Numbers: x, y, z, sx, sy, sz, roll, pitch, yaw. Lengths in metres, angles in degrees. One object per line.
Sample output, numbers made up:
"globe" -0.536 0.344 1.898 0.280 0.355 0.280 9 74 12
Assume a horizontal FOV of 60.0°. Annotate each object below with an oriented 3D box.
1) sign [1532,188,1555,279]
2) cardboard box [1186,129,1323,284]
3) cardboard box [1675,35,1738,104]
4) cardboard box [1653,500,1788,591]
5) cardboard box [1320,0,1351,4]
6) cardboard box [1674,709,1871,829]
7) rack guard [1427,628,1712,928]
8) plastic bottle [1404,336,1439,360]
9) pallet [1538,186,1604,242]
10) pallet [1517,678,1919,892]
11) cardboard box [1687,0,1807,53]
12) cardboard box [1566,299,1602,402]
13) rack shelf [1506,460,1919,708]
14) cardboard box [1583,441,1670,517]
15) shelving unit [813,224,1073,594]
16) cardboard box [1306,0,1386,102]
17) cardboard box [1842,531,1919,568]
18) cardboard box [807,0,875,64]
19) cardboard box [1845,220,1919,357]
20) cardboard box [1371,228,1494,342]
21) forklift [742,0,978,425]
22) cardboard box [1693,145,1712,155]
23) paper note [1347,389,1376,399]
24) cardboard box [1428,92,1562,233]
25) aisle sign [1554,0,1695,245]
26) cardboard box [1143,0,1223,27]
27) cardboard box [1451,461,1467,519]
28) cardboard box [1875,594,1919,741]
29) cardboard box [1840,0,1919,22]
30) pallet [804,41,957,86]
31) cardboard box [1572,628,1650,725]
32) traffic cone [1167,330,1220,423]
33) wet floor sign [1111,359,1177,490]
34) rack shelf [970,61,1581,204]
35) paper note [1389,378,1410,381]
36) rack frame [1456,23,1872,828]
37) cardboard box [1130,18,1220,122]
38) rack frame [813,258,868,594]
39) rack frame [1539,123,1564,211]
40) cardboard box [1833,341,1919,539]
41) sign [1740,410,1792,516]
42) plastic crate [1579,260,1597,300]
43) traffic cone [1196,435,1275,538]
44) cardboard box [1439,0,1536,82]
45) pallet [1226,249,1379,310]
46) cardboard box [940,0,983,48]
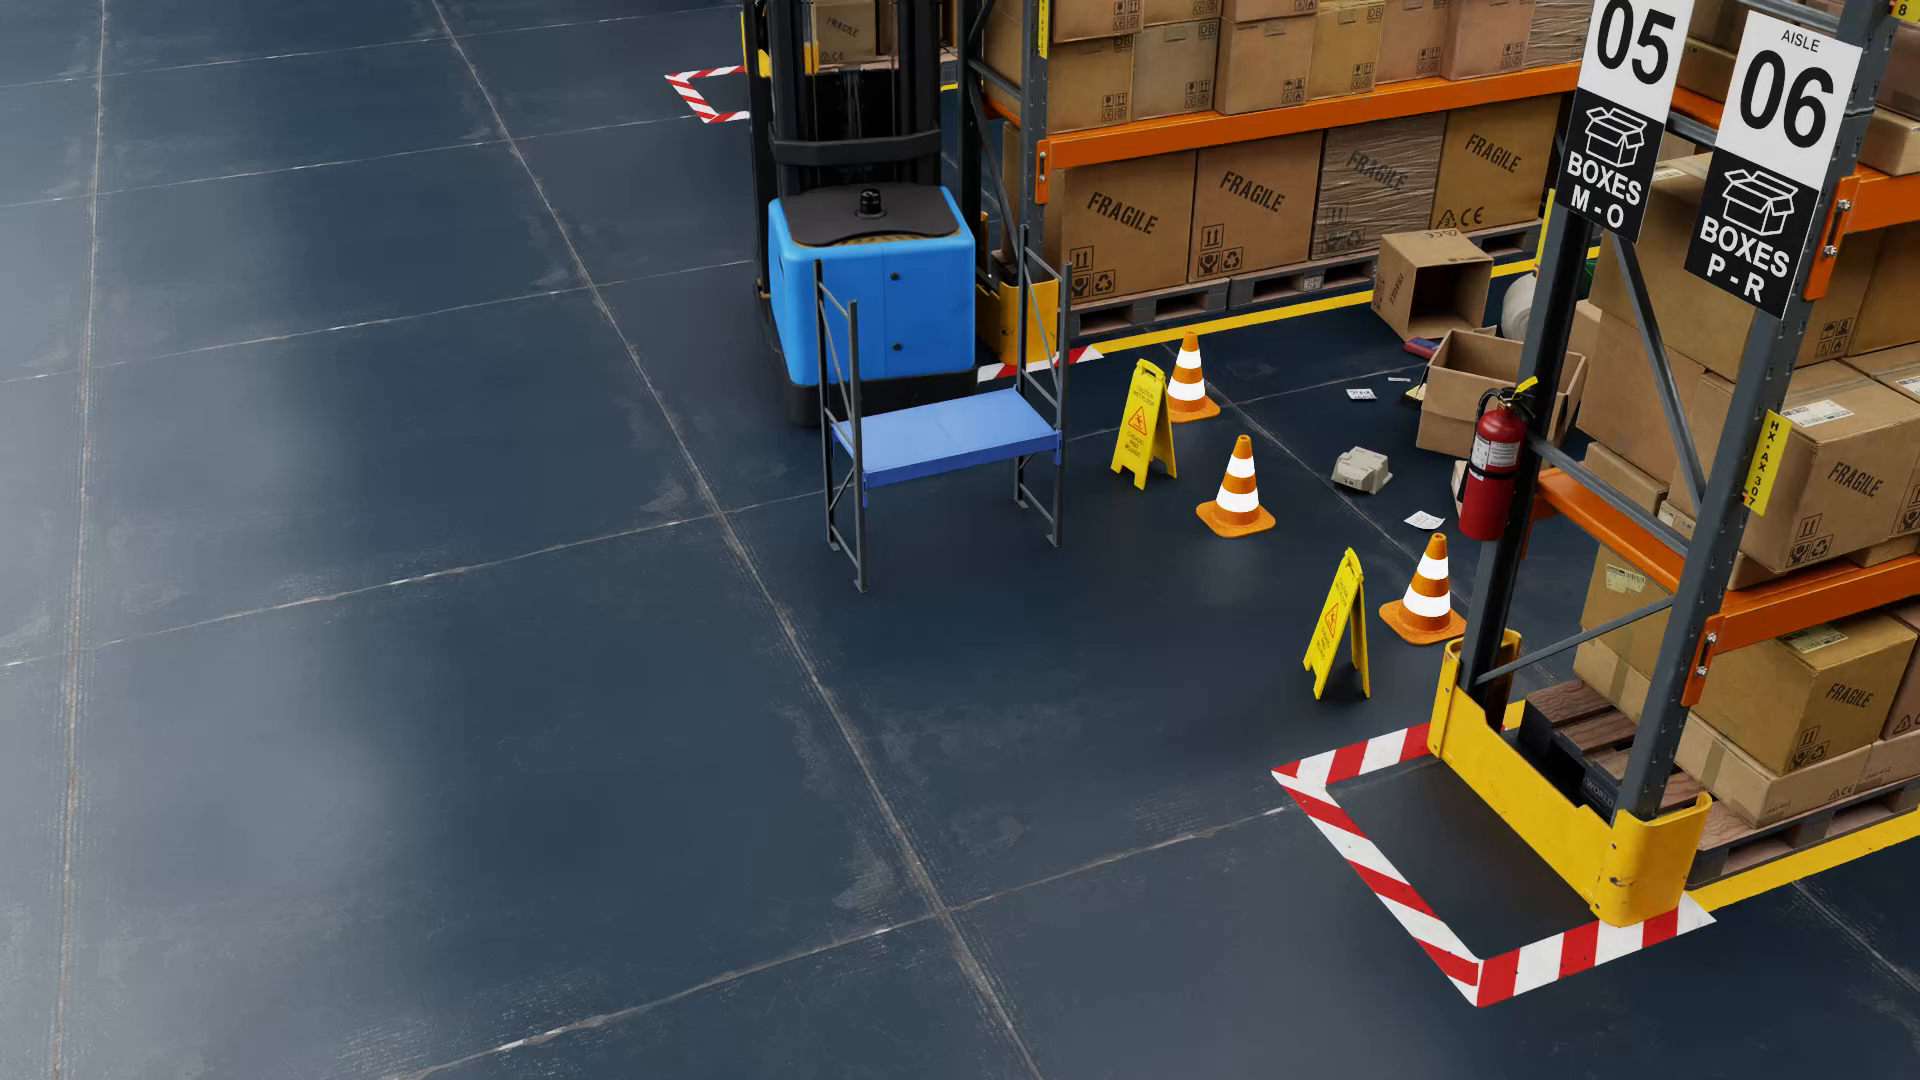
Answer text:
"sign" 2.045 -1.046 5.756 0.005 0.325 0.100 -13 35 -19
"cardboard box" 1.642 -2.261 10.538 0.875 0.875 0.875 -13 35 -20
"cardboard box" 2.462 -1.513 5.304 0.250 0.149 0.380 -13 35 -19
"cardboard box" 2.635 -0.007 5.741 0.250 0.149 0.380 -13 35 -19
"cardboard box" 2.068 -3.577 9.869 0.500 0.550 0.875 -13 35 -19
"cardboard box" 3.092 0.800 6.405 0.500 0.250 0.500 -13 35 -19
"rack guard" 2.312 0.887 6.428 0.348 0.500 1.175 -13 35 -19
"plastic bottle" 2.811 -1.130 9.930 0.133 0.061 0.283 -27 42 -35
"pallet" 4.603 -2.489 11.882 1.213 0.211 1.003 -13 35 -19
"pallet" 3.074 0.854 6.744 1.213 0.211 1.003 -13 35 -19
"cardboard box" 2.609 -1.707 5.238 0.500 0.250 0.500 -13 35 -20
"cardboard box" 3.740 -1.001 9.202 0.503 0.637 0.797 -13 35 -19
"rack shelf" 4.086 -0.265 6.567 4.000 0.370 1.077 -13 35 -19
"cardboard box" 2.504 -0.226 6.077 0.250 0.149 0.380 -12 35 -17
"shelving unit" -0.079 -0.611 7.813 1.048 1.500 0.538 -13 35 -19
"cardboard box" 2.093 -3.091 10.113 0.500 0.550 0.875 -13 35 -19
"cardboard box" 3.138 -0.083 5.857 0.250 0.149 0.380 -14 36 -20
"cardboard box" -1.013 -4.380 14.138 0.500 0.500 0.500 -7 34 -10
"cardboard box" 3.098 -1.051 5.834 0.500 0.500 0.700 -13 35 -18
"cardboard box" 2.886 -1.567 10.197 0.500 0.500 0.500 -7 34 -11
"forklift" -0.701 -2.649 9.634 1.130 2.935 3.031 -6 34 -10
"cardboard box" 5.349 -3.068 11.893 0.750 0.750 1.050 -13 35 -19
"paper note" 2.297 -0.836 9.508 0.142 0.017 0.144 -2 33 -2
"cardboard box" 3.313 -2.645 11.128 0.875 0.875 0.875 -12 35 -18
"aisle sign" 2.072 -1.367 5.217 0.004 0.787 0.394 -13 35 -19
"cardboard box" 1.061 -3.349 9.520 0.550 0.550 0.875 -13 35 -19
"cardboard box" 2.667 -0.242 8.486 0.250 0.149 0.380 4 33 6
"cardboard box" 3.595 0.368 6.382 0.500 0.500 0.500 -14 36 -21
"cardboard box" 2.648 -1.603 4.713 0.250 0.149 0.380 -13 35 -19
"pallet" -0.762 -4.129 14.402 1.213 0.211 1.003 -13 35 -19
"cardboard box" 2.905 0.521 6.835 0.500 0.250 0.500 -13 35 -19
"traffic cone" 1.272 -0.947 9.282 0.334 0.463 0.336 -13 35 -19
"wet floor sign" 0.972 -0.624 8.617 0.232 0.644 0.267 -19 38 -27
"rack shelf" 2.076 -2.733 10.360 4.000 0.370 1.077 -13 35 -19
"paper note" 2.557 -0.934 9.676 0.123 0.001 0.032 4 33 6
"rack frame" 2.242 -0.145 5.722 0.127 3.000 1.000 -13 35 -19
"cardboard box" 1.055 -2.904 9.825 0.550 0.550 0.875 -13 35 -19
"rack frame" -0.547 -0.503 7.648 0.032 1.500 0.500 -13 35 -19
"rack frame" 3.920 -3.457 10.813 0.127 3.000 1.000 -13 35 -19
"cardboard box" 3.262 -0.383 5.724 0.500 0.500 0.500 -12 35 -17
"sign" 2.452 -0.235 5.067 0.005 0.325 0.100 -13 35 -19
"plastic crate" 4.267 -1.607 10.495 0.662 0.188 0.450 4 23 6
"traffic cone" 1.395 -0.307 8.298 0.334 0.463 0.336 -13 35 -19
"cardboard box" 3.086 -3.309 10.447 0.550 0.550 0.875 -13 35 -19
"pallet" 2.062 -1.907 10.988 1.213 0.211 1.003 -13 35 -19
"cardboard box" 0.110 -4.646 14.547 0.500 0.500 0.500 -10 34 -14
